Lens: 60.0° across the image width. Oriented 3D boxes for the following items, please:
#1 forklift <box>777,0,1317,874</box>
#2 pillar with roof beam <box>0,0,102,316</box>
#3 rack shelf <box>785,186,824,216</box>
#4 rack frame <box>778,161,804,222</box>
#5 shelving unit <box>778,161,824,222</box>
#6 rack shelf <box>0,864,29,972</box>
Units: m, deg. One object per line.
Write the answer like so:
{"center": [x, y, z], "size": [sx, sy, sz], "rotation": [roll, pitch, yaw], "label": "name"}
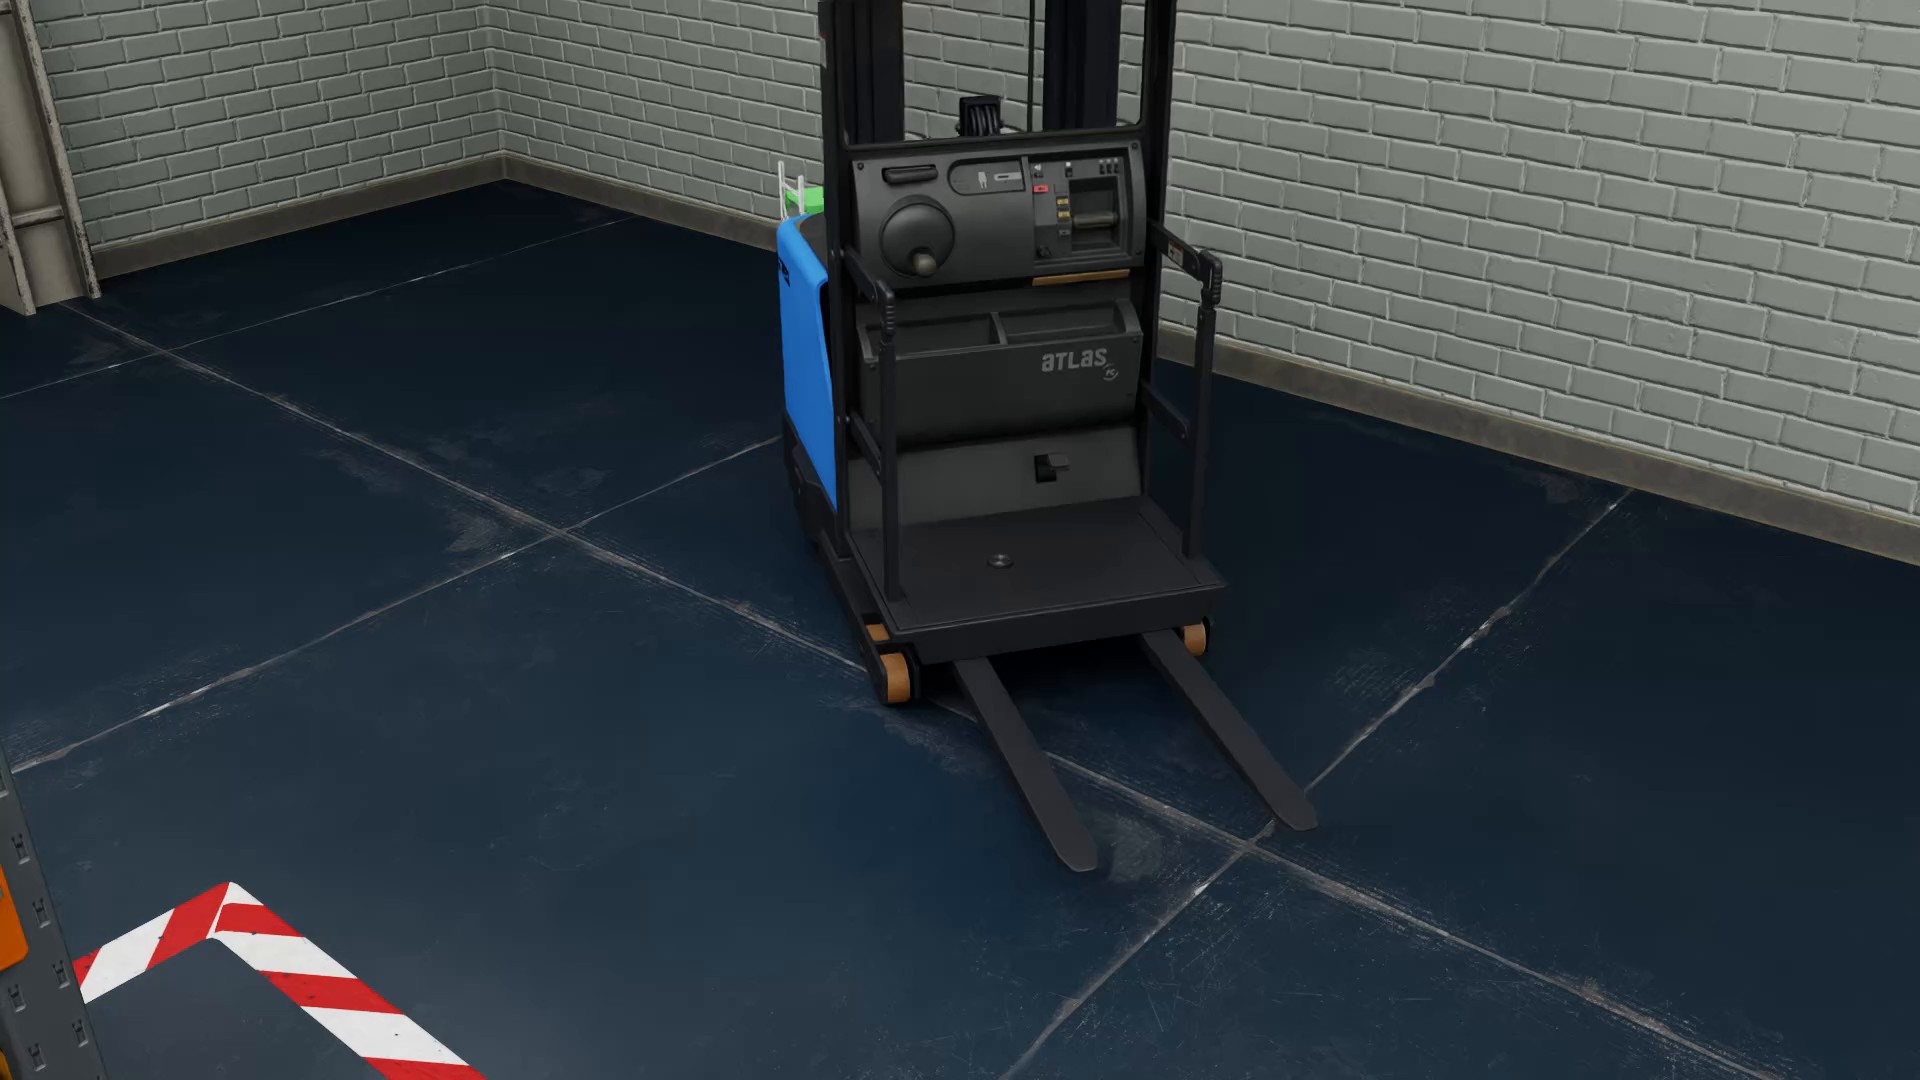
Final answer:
{"center": [0.192, -0.983, 4.961], "size": [1.130, 2.935, 3.031], "rotation": [-8, 28, -14], "label": "forklift"}
{"center": [-1.420, -3.993, 4.176], "size": [9.100, 9.000, 0.400], "rotation": [21, 34, 34], "label": "pillar with roof beam"}
{"center": [-0.431, -1.315, 6.580], "size": [0.480, 0.148, 0.258], "rotation": [-12, 30, -22], "label": "rack shelf"}
{"center": [-0.652, -0.897, 6.679], "size": [0.015, 1.200, 0.240], "rotation": [-12, 30, -22], "label": "rack frame"}
{"center": [-0.431, -0.945, 6.771], "size": [0.503, 1.200, 0.258], "rotation": [-12, 30, -22], "label": "shelving unit"}
{"center": [-3.239, 1.098, 1.646], "size": [1.077, 0.370, 4.000], "rotation": [21, 34, 34], "label": "rack shelf"}
